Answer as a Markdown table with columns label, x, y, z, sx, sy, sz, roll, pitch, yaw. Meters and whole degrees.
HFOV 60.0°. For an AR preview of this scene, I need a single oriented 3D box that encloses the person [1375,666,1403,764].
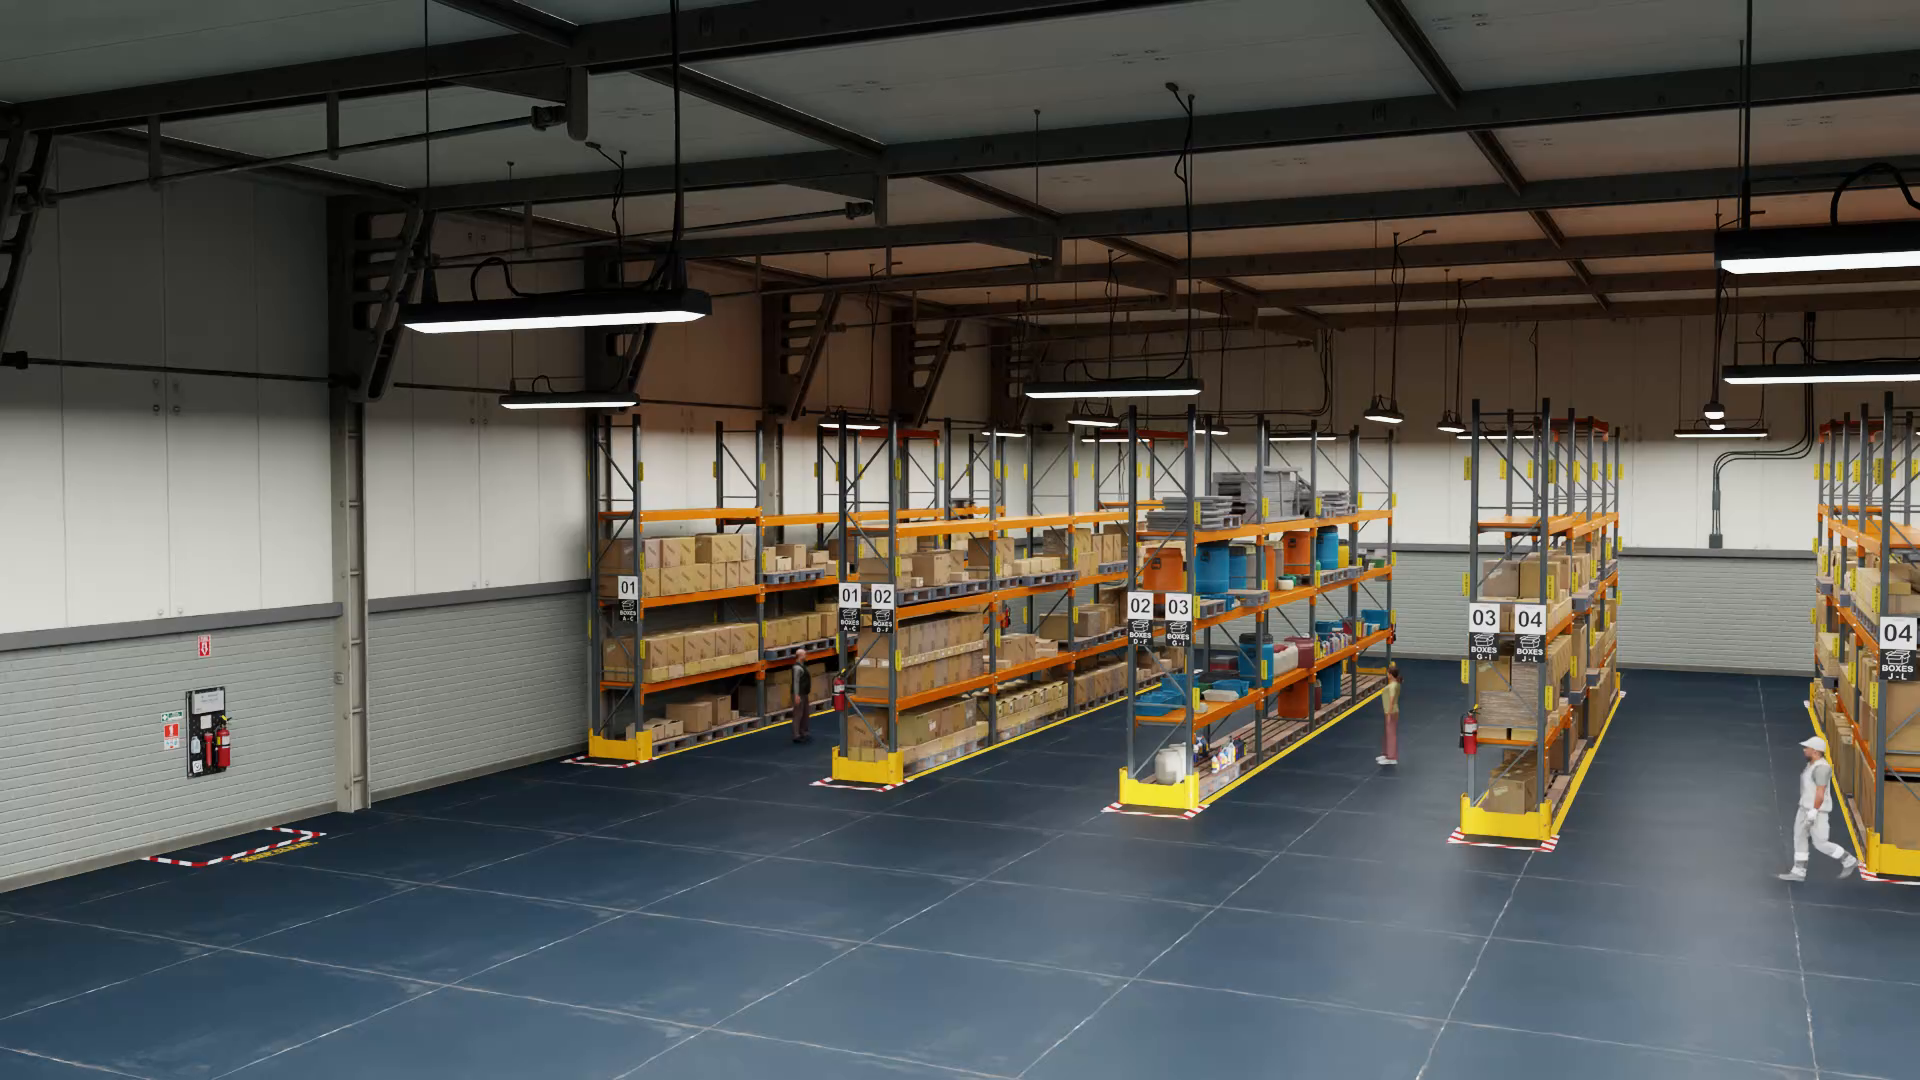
| label | x | y | z | sx | sy | sz | roll | pitch | yaw |
| --- | --- | --- | --- | --- | --- | --- | --- | --- | --- |
| person | 7.364 | 2.987 | 28.538 | 0.439 | 1.670 | 0.518 | 0 | 2 | 10 |

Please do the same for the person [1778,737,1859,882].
| label | x | y | z | sx | sy | sz | roll | pitch | yaw |
| --- | --- | --- | --- | --- | --- | --- | --- | --- | --- |
| person | 10.429 | 3.278 | 20.185 | 0.860 | 1.780 | 0.507 | 0 | 2 | -1 |

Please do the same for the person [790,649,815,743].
| label | x | y | z | sx | sy | sz | roll | pitch | yaw |
| --- | --- | --- | --- | --- | --- | --- | --- | --- | --- |
| person | -2.927 | 2.898 | 30.768 | 0.422 | 1.762 | 0.601 | 0 | 2 | 8 |
